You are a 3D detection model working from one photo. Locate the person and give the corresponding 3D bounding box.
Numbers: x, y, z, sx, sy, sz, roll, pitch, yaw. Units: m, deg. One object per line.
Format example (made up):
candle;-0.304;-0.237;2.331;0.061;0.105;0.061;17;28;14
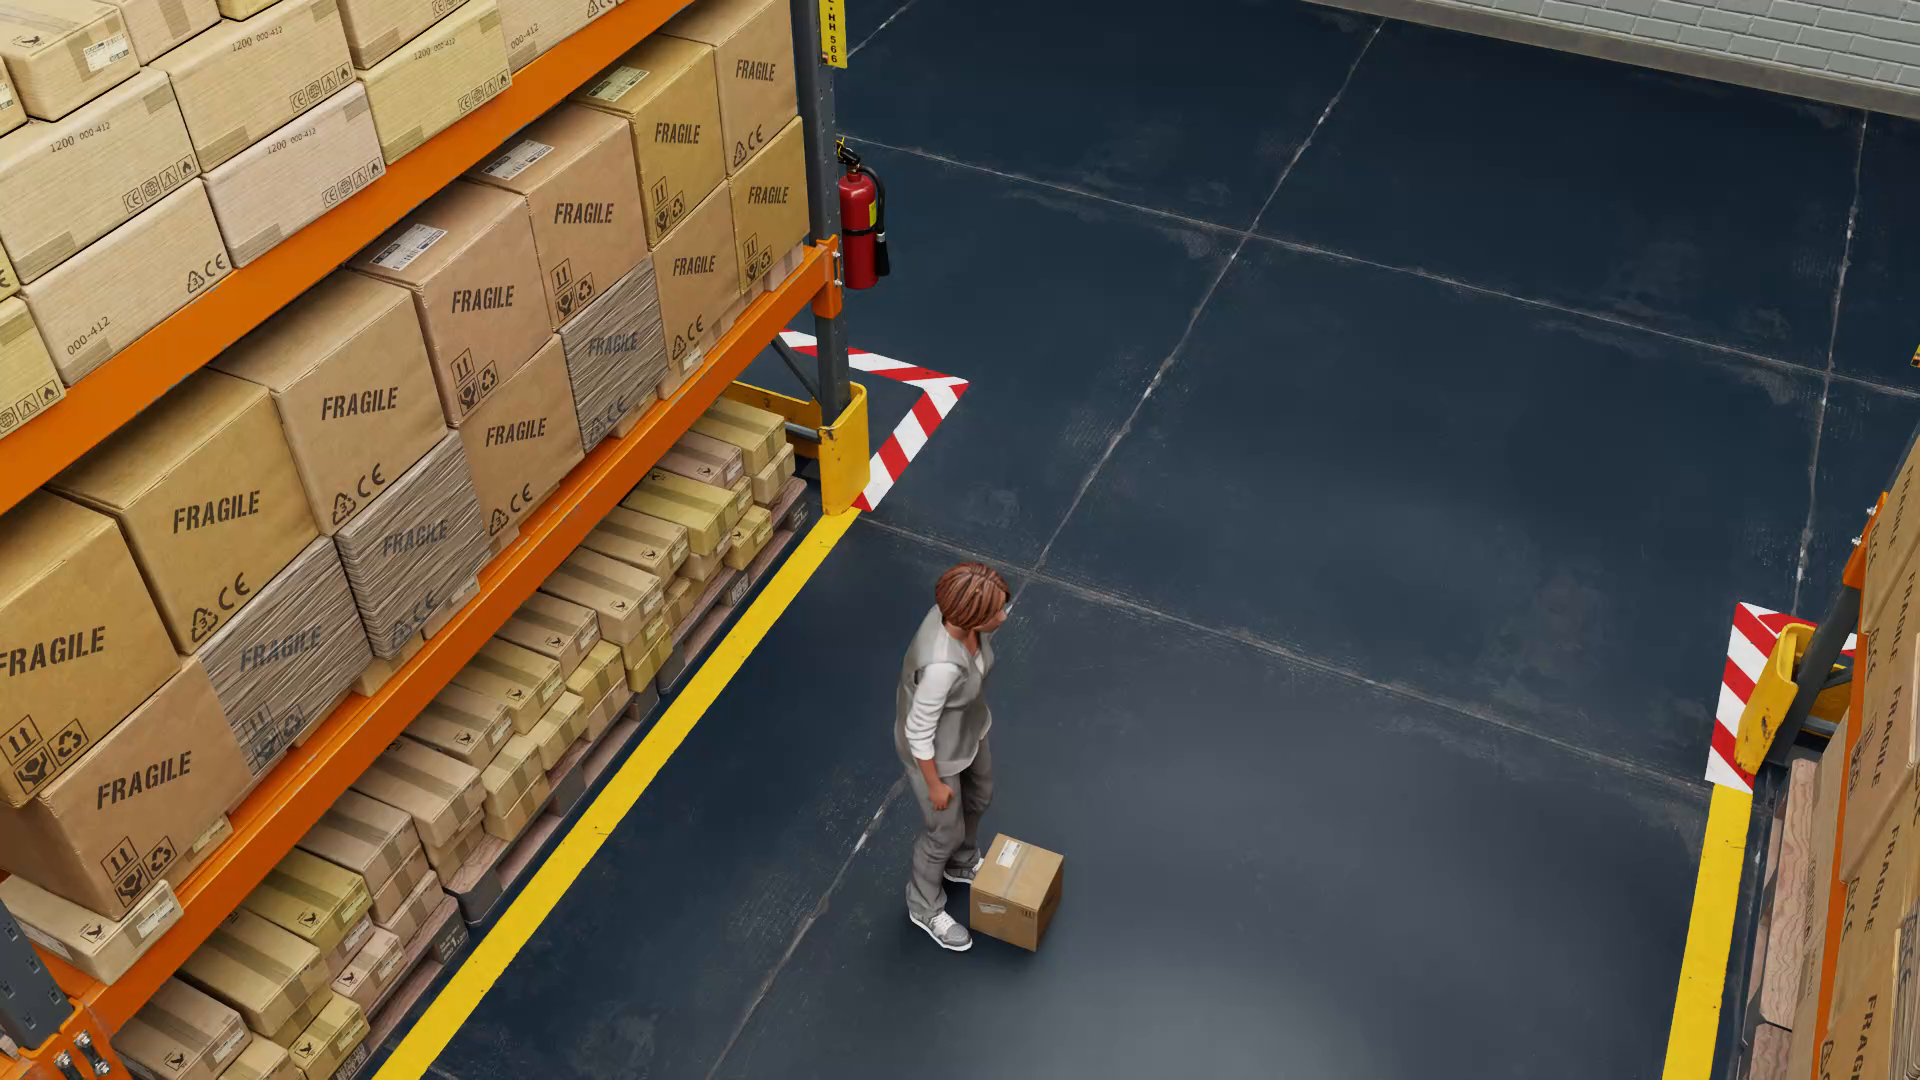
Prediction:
person;-0.015;0.676;5.434;0.378;1.591;0.482;15;45;16
